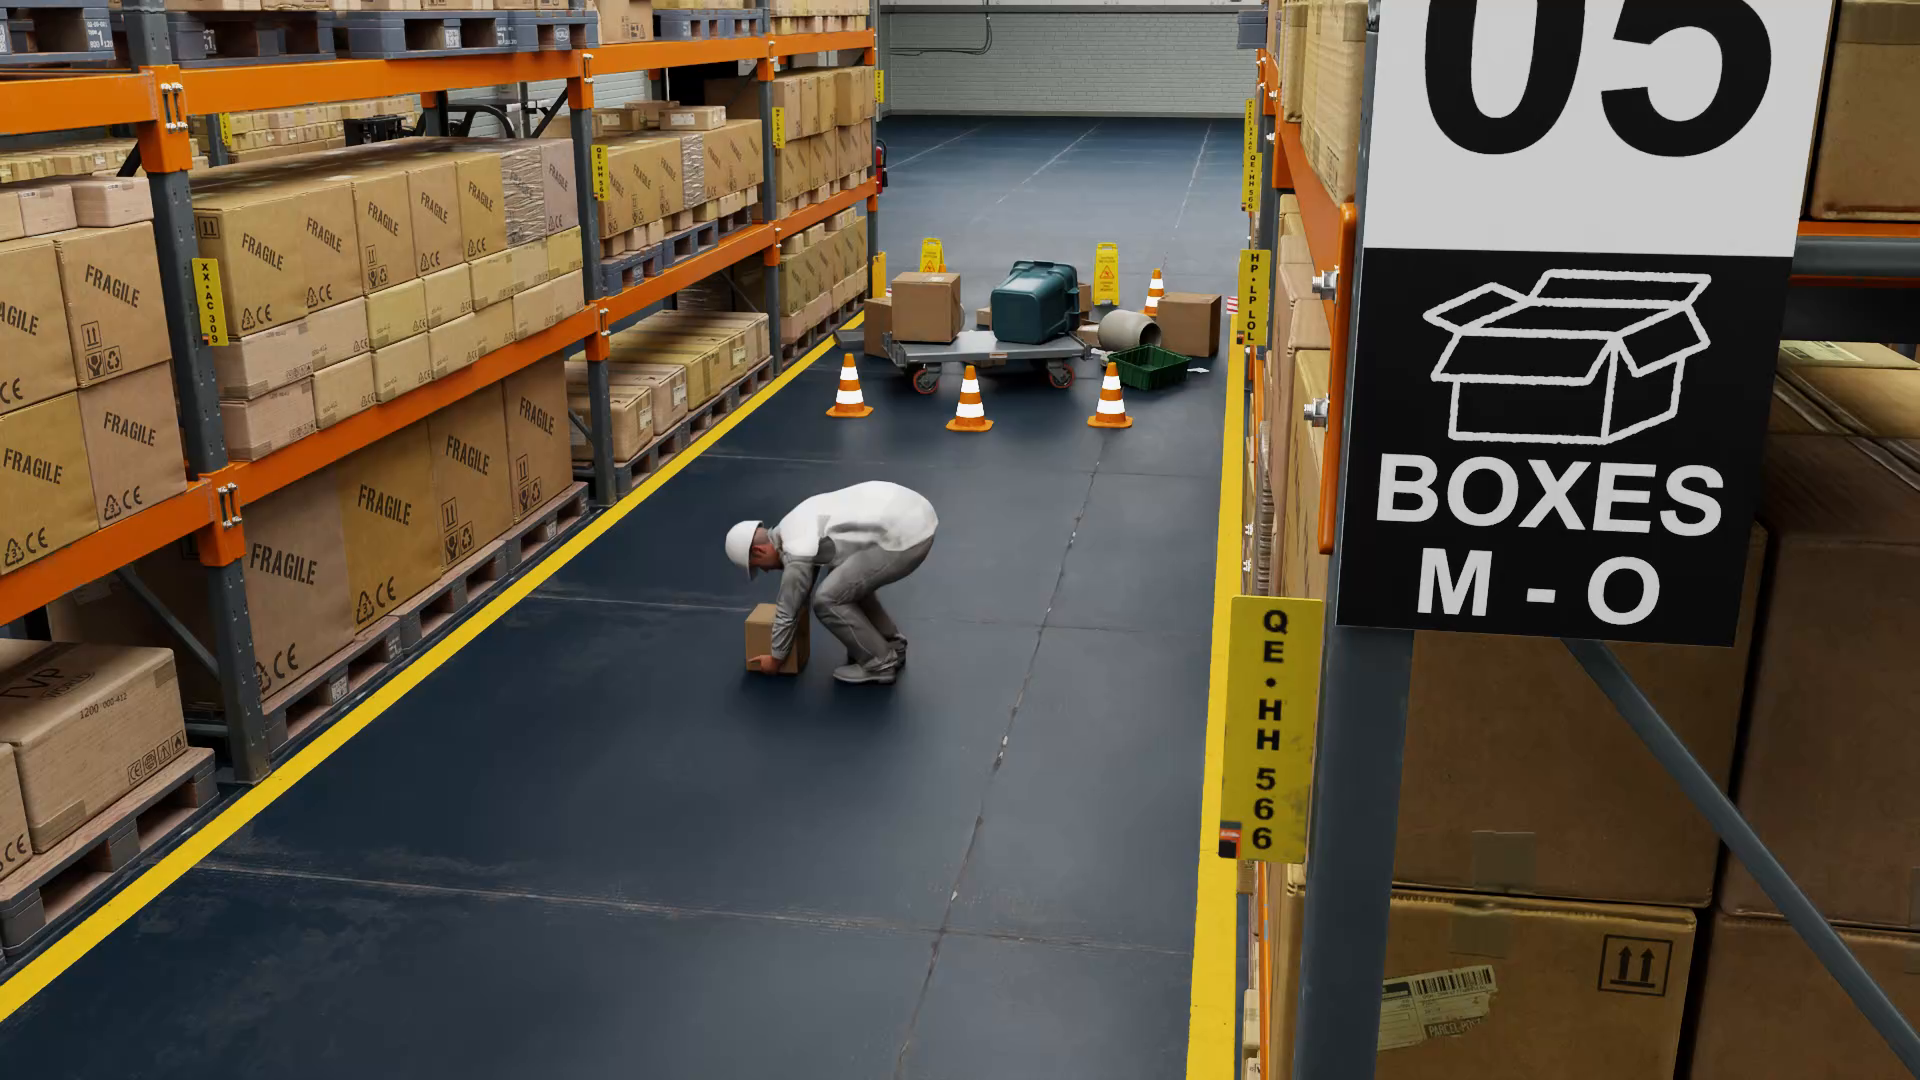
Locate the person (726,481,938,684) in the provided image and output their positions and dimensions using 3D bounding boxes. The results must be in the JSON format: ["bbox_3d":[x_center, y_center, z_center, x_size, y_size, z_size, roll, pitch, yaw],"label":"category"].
[{"bbox_3d":[-0.606,0.180,7.846,0.999,0.924,0.518,2,18,6],"label":"person"}]
